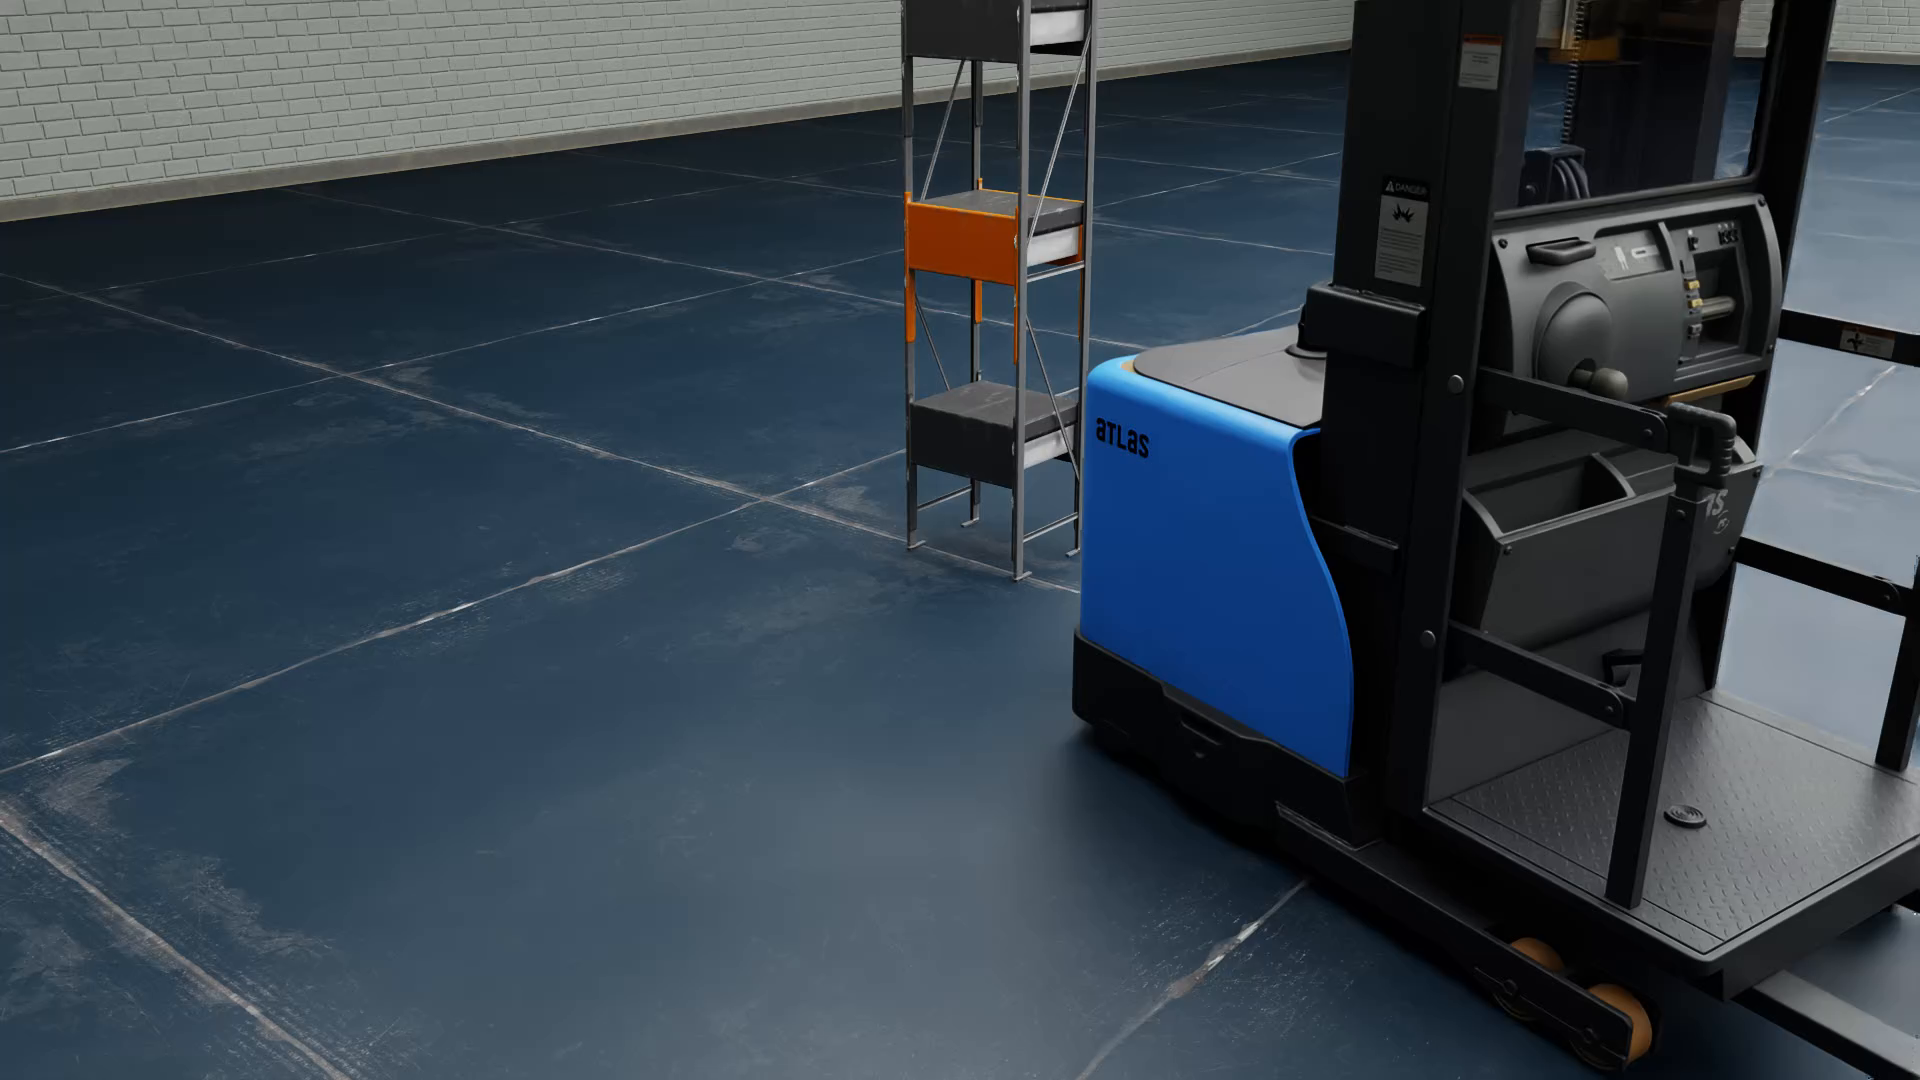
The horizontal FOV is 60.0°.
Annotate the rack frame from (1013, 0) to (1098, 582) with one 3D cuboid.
[{"bbox_3d":[0.317,-0.891,5.555,0.015,2.100,0.400,16,26,36],"label":"rack frame"}]

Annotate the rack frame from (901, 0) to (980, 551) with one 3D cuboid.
[{"bbox_3d":[-0.061,-1.000,5.844,0.015,2.100,0.400,16,26,36],"label":"rack frame"}]

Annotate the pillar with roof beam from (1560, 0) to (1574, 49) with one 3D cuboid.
[{"bbox_3d":[7.781,-11.417,23.691,0.400,9.000,9.100,16,26,36],"label":"pillar with roof beam"}]

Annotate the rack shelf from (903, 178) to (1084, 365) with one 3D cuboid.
[{"bbox_3d":[0.128,-0.933,5.705,0.480,0.518,0.431,16,26,36],"label":"rack shelf"}]

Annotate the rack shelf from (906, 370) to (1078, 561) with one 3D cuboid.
[{"bbox_3d":[0.128,-0.278,5.952,0.480,0.518,0.431,16,26,36],"label":"rack shelf"}]

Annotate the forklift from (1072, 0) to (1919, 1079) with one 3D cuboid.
[{"bbox_3d":[1.560,-0.499,3.339,1.130,2.935,3.031,-13,25,-32],"label":"forklift"}]

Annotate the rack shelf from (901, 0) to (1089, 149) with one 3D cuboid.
[{"bbox_3d":[0.128,-1.588,5.458,0.480,0.518,0.431,16,26,36],"label":"rack shelf"}]

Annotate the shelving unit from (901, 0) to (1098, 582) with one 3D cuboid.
[{"bbox_3d":[0.128,-0.946,5.700,0.503,2.100,0.431,16,26,36],"label":"shelving unit"}]
